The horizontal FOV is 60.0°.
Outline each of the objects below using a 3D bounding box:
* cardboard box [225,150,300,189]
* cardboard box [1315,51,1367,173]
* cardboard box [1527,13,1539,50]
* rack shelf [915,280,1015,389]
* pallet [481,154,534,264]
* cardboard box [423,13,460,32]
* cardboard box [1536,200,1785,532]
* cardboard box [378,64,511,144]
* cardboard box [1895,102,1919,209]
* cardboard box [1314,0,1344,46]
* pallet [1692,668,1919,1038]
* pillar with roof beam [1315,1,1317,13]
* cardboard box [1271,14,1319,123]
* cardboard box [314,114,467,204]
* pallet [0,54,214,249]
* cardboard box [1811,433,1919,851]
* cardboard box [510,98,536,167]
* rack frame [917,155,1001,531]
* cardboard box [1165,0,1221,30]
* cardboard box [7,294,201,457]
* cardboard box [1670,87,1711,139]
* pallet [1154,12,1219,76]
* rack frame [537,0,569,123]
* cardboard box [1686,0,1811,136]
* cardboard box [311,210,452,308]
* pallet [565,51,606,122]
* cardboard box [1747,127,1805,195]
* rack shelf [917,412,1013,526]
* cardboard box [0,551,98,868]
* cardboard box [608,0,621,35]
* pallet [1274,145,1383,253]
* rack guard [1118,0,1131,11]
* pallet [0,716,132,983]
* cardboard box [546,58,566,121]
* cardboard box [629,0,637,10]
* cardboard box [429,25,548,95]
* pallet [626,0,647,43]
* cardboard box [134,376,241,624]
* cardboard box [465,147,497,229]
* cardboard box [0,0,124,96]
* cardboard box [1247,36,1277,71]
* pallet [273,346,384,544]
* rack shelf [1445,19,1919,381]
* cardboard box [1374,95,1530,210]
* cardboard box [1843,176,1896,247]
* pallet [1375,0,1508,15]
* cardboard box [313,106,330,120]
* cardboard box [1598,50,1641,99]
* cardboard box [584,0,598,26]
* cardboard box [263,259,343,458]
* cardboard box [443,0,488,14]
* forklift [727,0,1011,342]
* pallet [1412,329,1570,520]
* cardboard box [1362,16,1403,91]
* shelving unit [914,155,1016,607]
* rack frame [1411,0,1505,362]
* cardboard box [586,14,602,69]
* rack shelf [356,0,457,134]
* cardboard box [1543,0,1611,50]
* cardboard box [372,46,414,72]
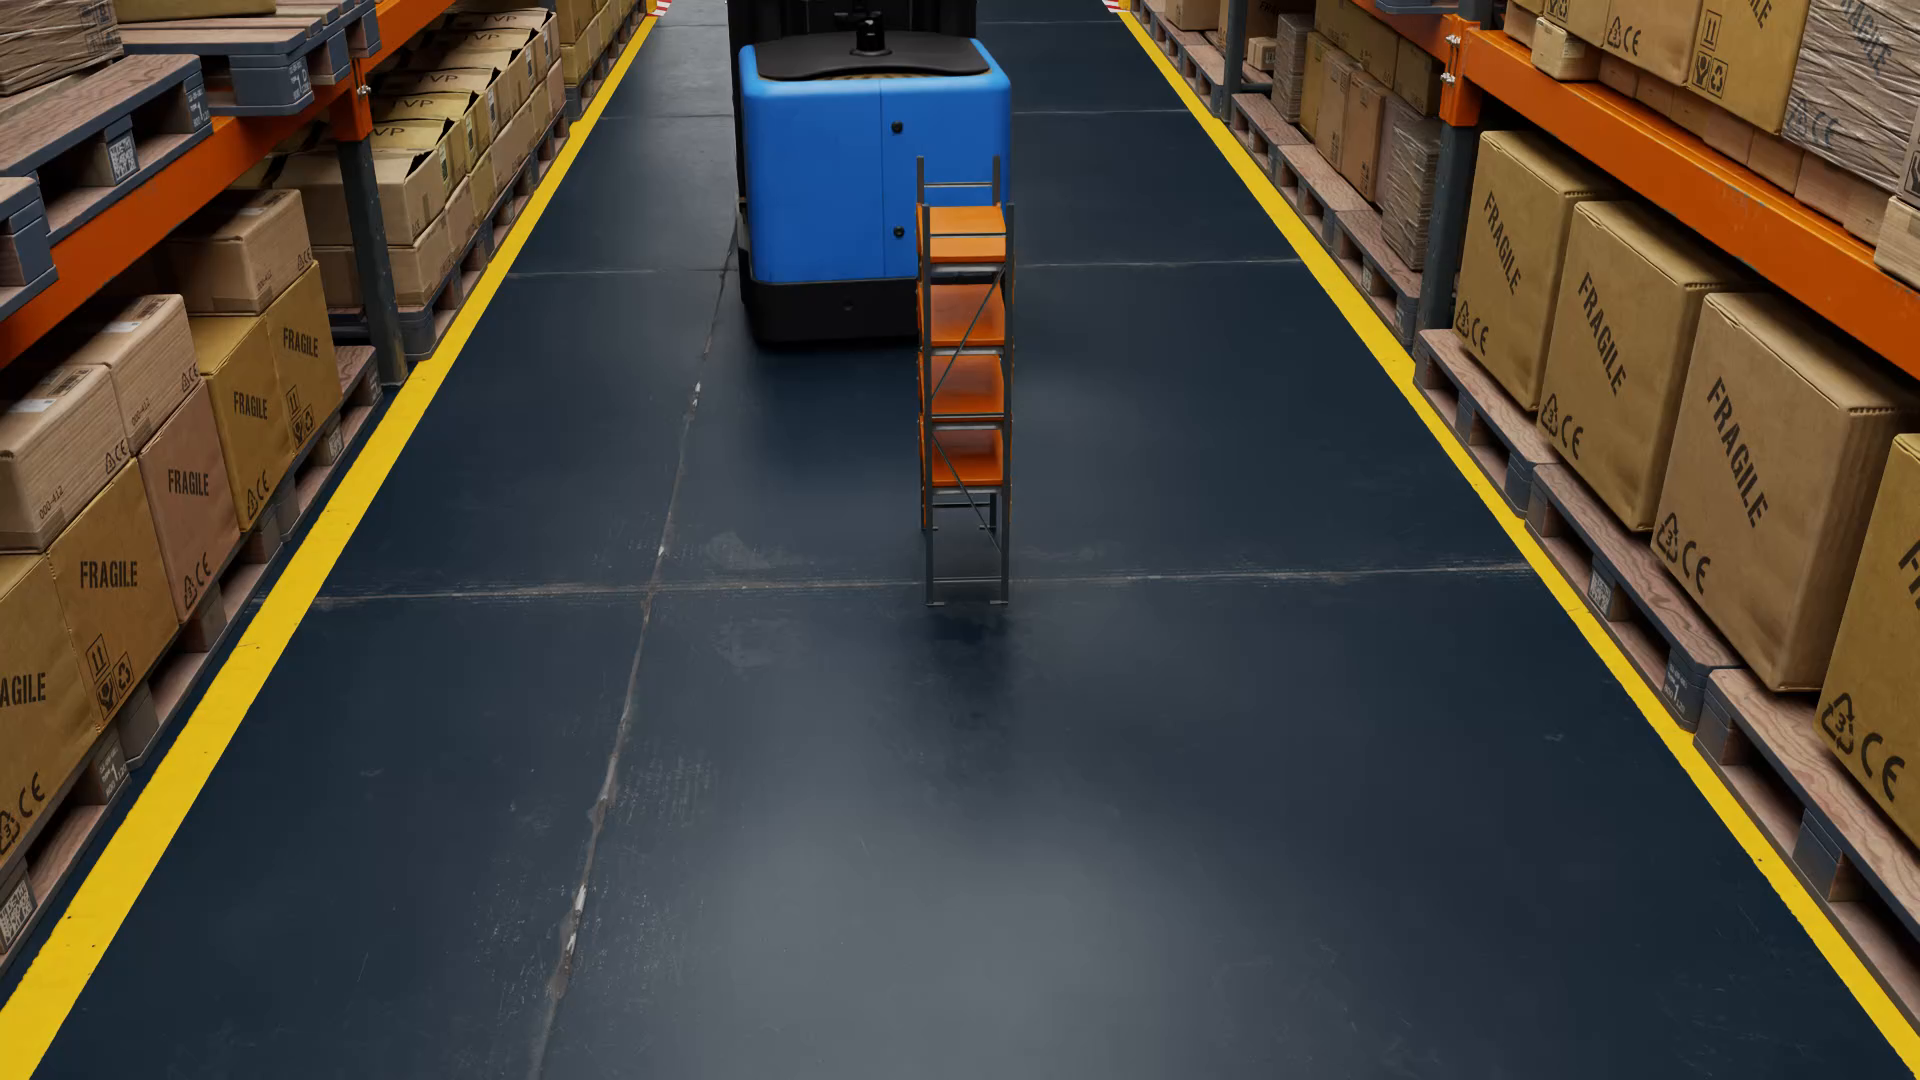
[{"bbox_3d":[-2.912,-1.377,6.558,0.500,0.311,0.500,-1,28,-1],"label":"cardboard box"},{"bbox_3d":[2.218,-2.167,8.388,0.700,0.500,0.500,-1,28,-2],"label":"cardboard box"},{"bbox_3d":[2.098,-1.670,5.457,0.380,0.149,0.250,-1,28,-2],"label":"cardboard box"},{"bbox_3d":[0.009,-0.594,4.754,0.258,0.148,0.480,-1,28,-3],"label":"rack shelf"},{"bbox_3d":[-2.703,-1.632,8.150,1.003,0.211,1.213,-1,28,-3],"label":"pallet"},{"bbox_3d":[-3.075,-2.791,9.270,0.500,0.311,0.500,-1,28,-2],"label":"cardboard box"},{"bbox_3d":[2.255,-0.532,4.897,0.750,0.750,0.750,-2,28,-3],"label":"cardboard box"},{"bbox_3d":[-2.460,-2.105,7.955,0.500,0.311,0.500,-2,28,-3],"label":"cardboard box"},{"bbox_3d":[2.205,-0.827,3.140,0.500,0.500,0.500,-1,28,-2],"label":"cardboard box"},{"bbox_3d":[2.181,-2.770,8.734,0.500,0.250,0.500,-2,28,-4],"label":"cardboard box"},{"bbox_3d":[2.401,0.683,3.712,1.003,0.211,1.213,-1,28,-3],"label":"pallet"},{"bbox_3d":[-1.508,-7.994,10.847,9.100,9.000,0.400,-1,28,-3],"label":"pillar with roof beam"},{"bbox_3d":[2.154,-2.641,9.297,0.700,0.500,0.500,0,28,-1],"label":"cardboard box"},{"bbox_3d":[-2.409,-1.632,7.048,0.500,0.311,0.500,-2,28,-4],"label":"cardboard box"},{"bbox_3d":[-2.533,-0.942,4.020,1.003,0.211,1.213,-1,28,-3],"label":"pallet"},{"bbox_3d":[2.353,0.271,3.357,0.750,0.750,0.750,-1,28,-2],"label":"cardboard box"},{"bbox_3d":[-2.485,-2.085,8.523,0.500,0.250,0.500,-1,28,-2],"label":"cardboard box"},{"bbox_3d":[-0.004,-0.568,5.042,0.240,1.200,0.015,-1,28,-3],"label":"rack frame"},{"bbox_3d":[1.855,-3.903,11.716,0.700,0.500,0.500,-3,28,-6],"label":"cardboard box"},{"bbox_3d":[-2.291,-0.420,4.227,0.500,0.250,0.500,-2,28,-4],"label":"cardboard box"},{"bbox_3d":[2.189,-1.193,4.543,0.380,0.149,0.250,-1,28,-2],"label":"cardboard box"},{"bbox_3d":[1.962,-3.531,11.792,1.003,0.211,1.213,-1,28,-3],"label":"pallet"},{"bbox_3d":[-2.848,-3.772,9.239,1.000,3.000,0.127,-1,28,-3],"label":"rack frame"},{"bbox_3d":[2.156,-1.289,4.027,0.500,0.500,0.500,-1,28,-1],"label":"cardboard box"},{"bbox_3d":[-2.373,-1.141,6.713,0.500,0.250,0.500,-1,28,-3],"label":"cardboard box"},{"bbox_3d":[-2.847,-2.904,10.590,1.003,0.211,1.213,-1,28,-3],"label":"pallet"},{"bbox_3d":[2.192,-0.956,4.090,0.380,0.149,0.250,-1,28,-1],"label":"cardboard box"},{"bbox_3d":[0.009,-0.220,4.949,0.258,0.148,0.480,-1,28,-3],"label":"rack shelf"},{"bbox_3d":[-2.251,0.360,3.543,0.500,0.500,0.500,-1,28,-2],"label":"cardboard box"},{"bbox_3d":[-2.643,-3.654,11.531,0.500,0.250,0.500,-1,28,-3],"label":"cardboard box"},{"bbox_3d":[2.208,-1.733,8.344,1.003,0.211,1.213,-1,28,-3],"label":"pallet"},{"bbox_3d":[1.894,-4.597,13.524,1.175,0.500,0.348,-1,28,-3],"label":"rack guard"},{"bbox_3d":[-2.510,0.784,3.519,1.003,0.211,1.213,-1,28,-3],"label":"pallet"},{"bbox_3d":[-2.536,-2.555,9.424,0.500,0.250,0.500,-2,28,-3],"label":"cardboard box"},{"bbox_3d":[-2.695,-4.115,12.416,0.500,0.250,0.500,-1,28,-3],"label":"cardboard box"},{"bbox_3d":[-2.507,-2.568,8.842,0.500,0.311,0.500,-1,28,-1],"label":"cardboard box"},{"bbox_3d":[-2.975,-4.031,12.750,1.003,0.211,1.213,-1,28,-3],"label":"pallet"},{"bbox_3d":[-2.295,-0.104,4.433,0.500,0.500,0.500,-2,28,-5],"label":"cardboard box"},{"bbox_3d":[-2.433,-1.613,7.618,0.500,0.250,0.500,-2,28,-4],"label":"cardboard box"},{"bbox_3d":[-2.636,-1.440,4.206,0.700,0.500,0.500,4,28,7],"label":"cardboard box"},{"bbox_3d":[2.041,-3.079,10.497,0.380,0.166,0.250,-5,28,-9],"label":"cardboard box"},{"bbox_3d":[-2.637,-0.343,5.679,1.003,0.211,1.213,-1,28,-3],"label":"pallet"},{"bbox_3d":[2.412,-0.804,4.325,1.077,0.370,4.000,-1,28,-3],"label":"rack shelf"},{"bbox_3d":[2.308,-1.705,7.503,0.700,0.500,0.500,-1,28,-3],"label":"cardboard box"},{"bbox_3d":[2.192,-0.718,3.632,0.380,0.149,0.250,-1,28,-3],"label":"cardboard box"},{"bbox_3d":[2.164,-2.288,6.600,1.213,0.211,1.003,-1,28,-3],"label":"pallet"},{"bbox_3d":[-2.969,-1.850,7.465,0.500,0.311,0.500,-2,28,-3],"label":"cardboard box"},{"bbox_3d":[2.164,-1.432,5.001,0.380,0.149,0.250,-2,28,-3],"label":"cardboard box"},{"bbox_3d":[-2.593,-3.524,10.472,0.500,0.500,0.500,-1,28,-3],"label":"cardboard box"},{"bbox_3d":[-2.355,-0.585,5.356,0.500,0.500,0.500,0,28,-1],"label":"cardboard box"},{"bbox_3d":[-3.104,-3.512,10.448,0.500,0.500,0.500,-1,28,-3],"label":"cardboard box"},{"bbox_3d":[-0.508,-2.744,7.341,1.130,2.935,3.031,-4,28,-7],"label":"forklift"},{"bbox_3d":[2.274,-0.444,5.873,1.003,0.211,1.213,-1,28,-3],"label":"pallet"},{"bbox_3d":[2.219,-2.299,7.830,0.500,0.250,0.500,-2,28,-3],"label":"cardboard box"},{"bbox_3d":[0.009,-0.456,4.826,0.258,1.200,0.503,-1,28,-3],"label":"shelving unit"},{"bbox_3d":[2.308,-2.046,5.930,1.000,3.000,0.127,-1,28,-3],"label":"rack frame"},{"bbox_3d":[-2.590,-3.192,10.645,0.500,0.250,0.500,-1,28,-3],"label":"cardboard box"},{"bbox_3d":[-2.743,-2.530,7.634,1.077,0.370,4.000,-1,28,-3],"label":"rack shelf"},{"bbox_3d":[2.096,-1.759,4.927,0.500,0.500,0.500,0,28,-1],"label":"cardboard box"},{"bbox_3d":[-3.026,-2.321,8.369,0.500,0.311,0.500,-2,28,-4],"label":"cardboard box"}]
